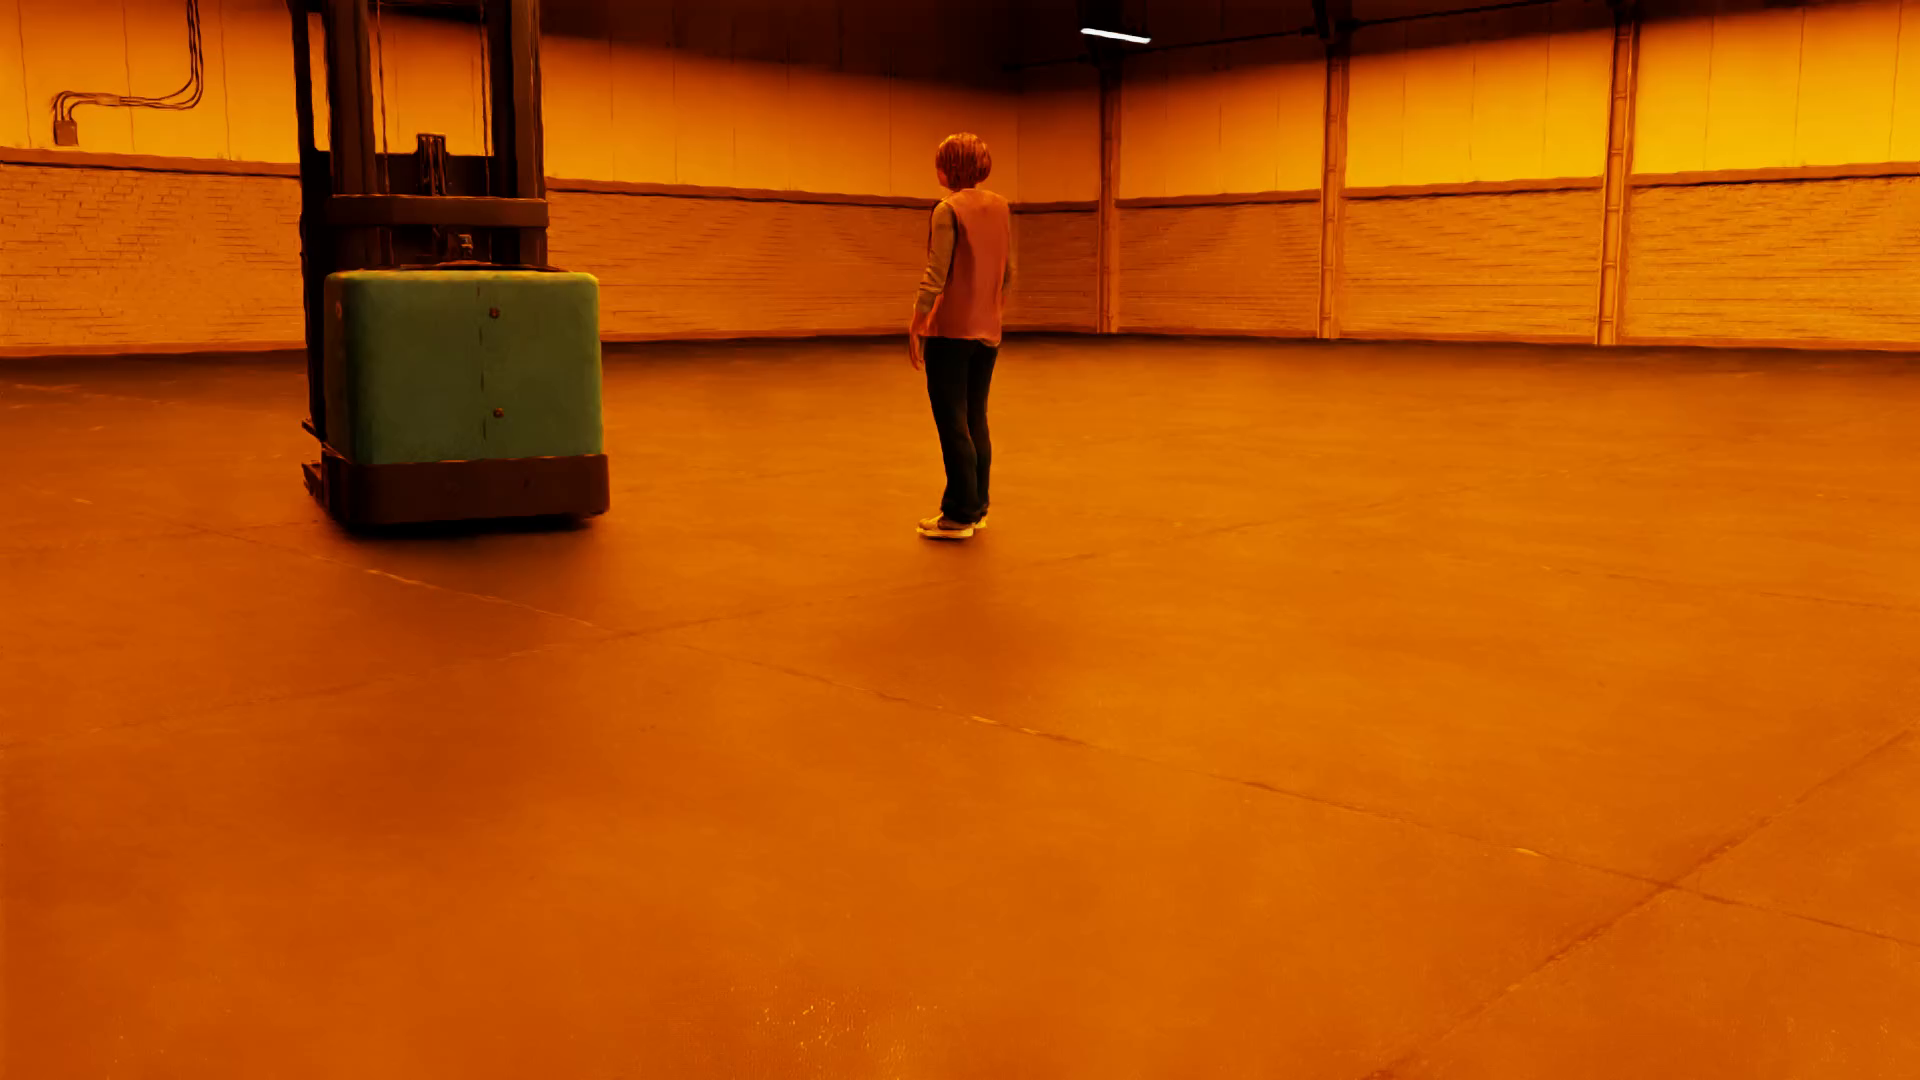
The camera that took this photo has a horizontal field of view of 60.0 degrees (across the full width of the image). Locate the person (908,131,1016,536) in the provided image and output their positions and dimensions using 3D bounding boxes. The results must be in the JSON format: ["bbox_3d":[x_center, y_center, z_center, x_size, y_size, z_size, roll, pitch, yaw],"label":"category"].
[{"bbox_3d":[-0.044,-0.806,6.658,0.474,1.597,0.520,8,12,43],"label":"person"}]

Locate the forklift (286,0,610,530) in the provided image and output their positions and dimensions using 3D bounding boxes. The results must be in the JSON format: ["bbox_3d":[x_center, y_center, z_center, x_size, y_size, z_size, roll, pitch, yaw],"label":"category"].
[{"bbox_3d":[-2.600,-1.671,7.968,1.130,2.935,3.031,-4,10,-26],"label":"forklift"}]
